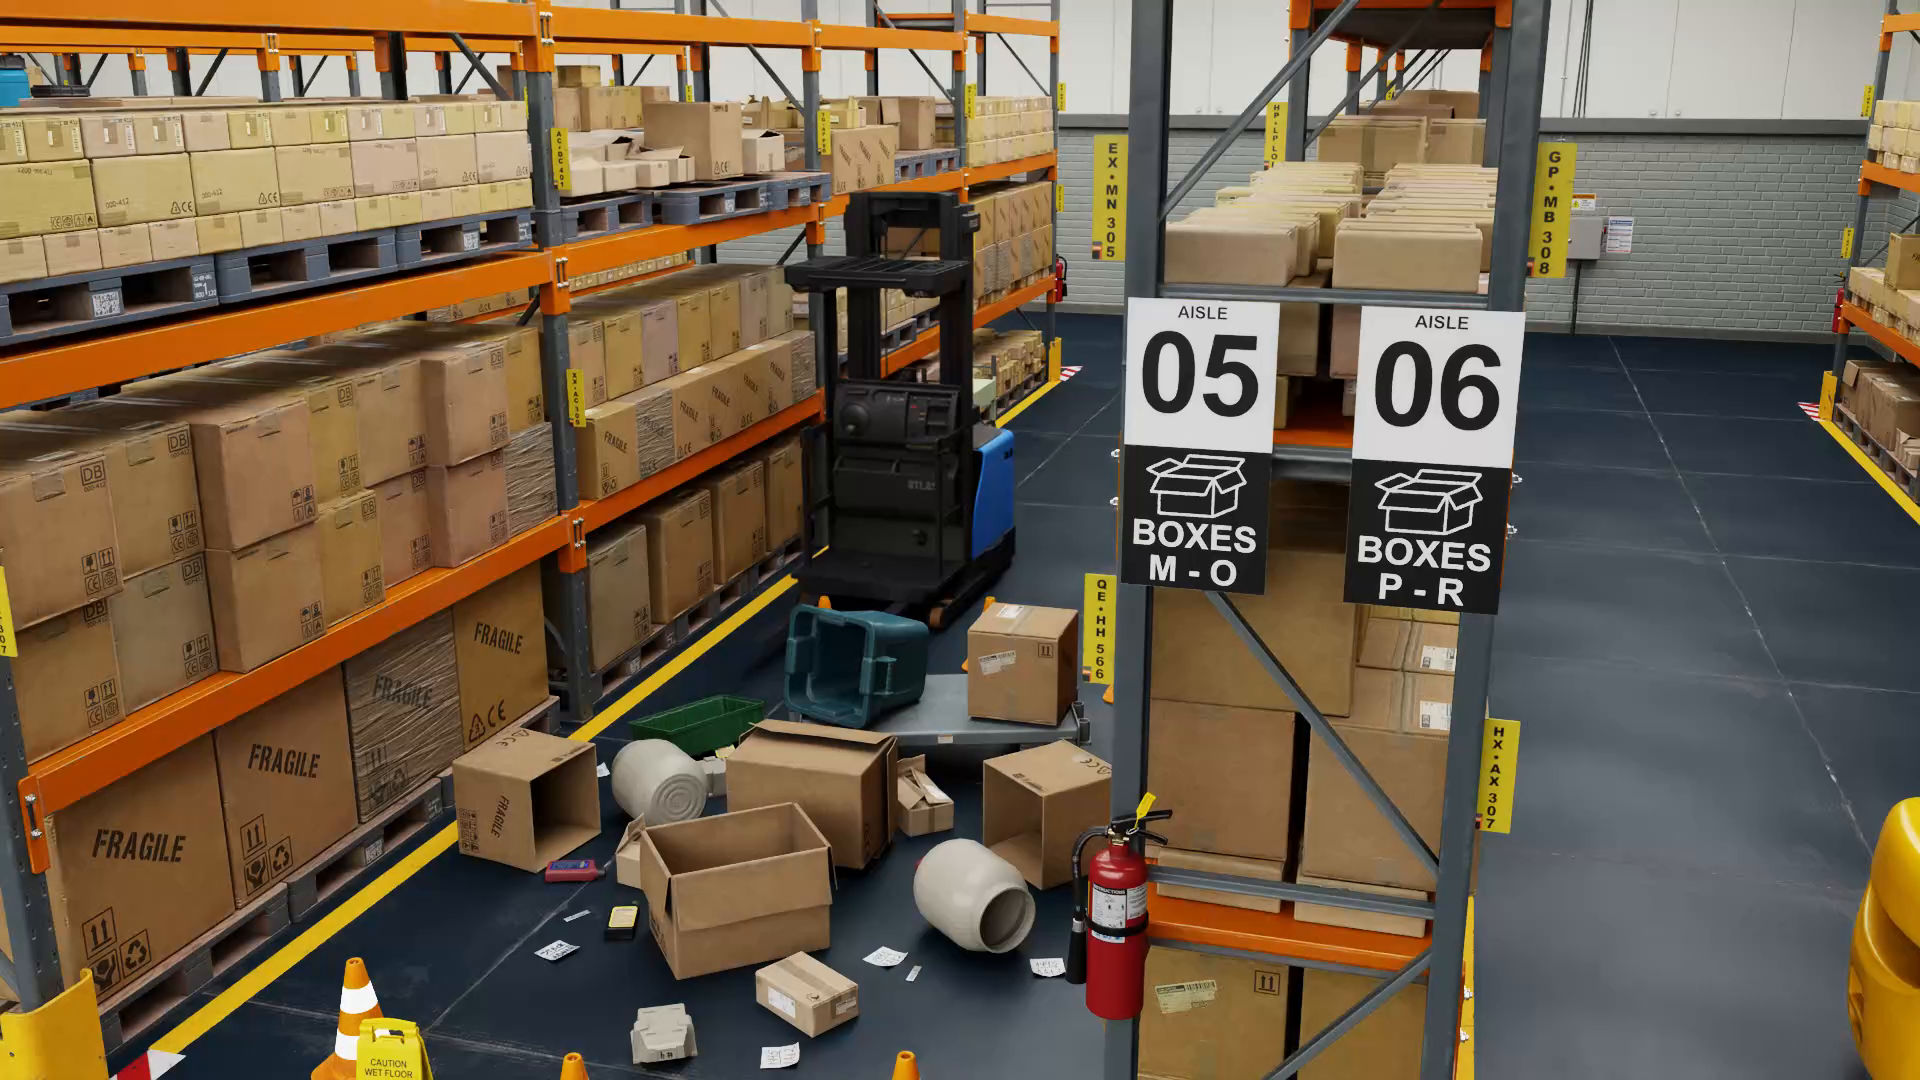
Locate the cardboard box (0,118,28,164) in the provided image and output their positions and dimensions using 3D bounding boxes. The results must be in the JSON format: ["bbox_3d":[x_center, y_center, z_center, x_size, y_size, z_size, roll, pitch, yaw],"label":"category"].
[{"bbox_3d":[-3.447,-1.364,5.689,0.380,0.149,0.250,5,17,16],"label":"cardboard box"}]

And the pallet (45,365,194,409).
[{"bbox_3d":[-6.823,-1.236,13.040,1.003,0.211,1.213,5,16,16],"label":"pallet"}]

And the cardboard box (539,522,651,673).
[{"bbox_3d":[-2.620,0.319,10.559,1.050,0.750,0.750,5,16,16],"label":"cardboard box"}]

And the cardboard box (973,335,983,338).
[{"bbox_3d":[0.068,-2.399,20.157,0.380,0.149,0.250,5,16,16],"label":"cardboard box"}]

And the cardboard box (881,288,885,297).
[{"bbox_3d":[-0.884,-2.255,14.884,0.380,0.149,0.250,5,17,18],"label":"cardboard box"}]

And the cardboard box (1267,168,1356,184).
[{"bbox_3d":[1.533,-1.544,7.278,0.380,0.149,0.250,4,16,14],"label":"cardboard box"}]

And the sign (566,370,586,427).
[{"bbox_3d":[-2.177,-0.803,9.433,0.100,0.325,0.005,5,16,16],"label":"sign"}]

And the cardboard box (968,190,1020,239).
[{"bbox_3d":[0.378,-3.656,18.662,0.500,0.500,0.500,4,16,14],"label":"cardboard box"}]

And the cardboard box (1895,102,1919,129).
[{"bbox_3d":[9.576,-4.183,16.398,0.500,0.250,0.500,4,16,15],"label":"cardboard box"}]

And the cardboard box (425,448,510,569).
[{"bbox_3d":[-2.938,-0.220,8.835,0.875,0.550,0.550,5,16,16],"label":"cardboard box"}]

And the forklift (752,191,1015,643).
[{"bbox_3d":[-0.529,-0.906,11.652,1.130,2.935,3.031,5,17,18],"label":"forklift"}]

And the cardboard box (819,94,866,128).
[{"bbox_3d":[-1.013,-3.587,13.894,0.396,0.266,0.258,5,16,16],"label":"cardboard box"}]

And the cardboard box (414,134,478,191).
[{"bbox_3d":[-2.748,-1.875,8.221,0.500,0.250,0.500,5,16,16],"label":"cardboard box"}]

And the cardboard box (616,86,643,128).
[{"bbox_3d":[-4.398,-5.405,20.756,0.700,0.500,0.500,4,16,14],"label":"cardboard box"}]

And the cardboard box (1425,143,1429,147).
[{"bbox_3d":[2.923,-2.324,10.847,0.700,0.500,0.500,5,16,16],"label":"cardboard box"}]

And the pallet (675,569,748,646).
[{"bbox_3d":[-2.218,0.422,11.954,1.003,0.211,1.213,5,16,16],"label":"pallet"}]

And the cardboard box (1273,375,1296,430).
[{"bbox_3d":[0.761,-0.425,4.793,0.380,0.149,0.250,5,17,16],"label":"cardboard box"}]

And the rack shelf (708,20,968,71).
[{"bbox_3d":[-1.005,-4.309,14.581,1.077,0.370,4.000,5,16,16],"label":"rack shelf"}]

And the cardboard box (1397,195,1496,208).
[{"bbox_3d":[1.685,-1.092,5.686,0.380,0.149,0.250,5,17,17],"label":"cardboard box"}]

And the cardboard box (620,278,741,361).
[{"bbox_3d":[-1.996,-1.584,11.900,0.700,0.500,0.500,4,16,15],"label":"cardboard box"}]

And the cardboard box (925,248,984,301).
[{"bbox_3d":[-0.054,-2.786,17.425,0.500,0.500,0.500,4,16,15],"label":"cardboard box"}]

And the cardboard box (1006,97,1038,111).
[{"bbox_3d":[0.680,-5.023,19.172,0.380,0.149,0.250,5,17,17],"label":"cardboard box"}]

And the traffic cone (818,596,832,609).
[{"bbox_3d":[-0.881,0.595,10.883,0.336,0.463,0.334,5,16,16],"label":"traffic cone"}]

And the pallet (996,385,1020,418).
[{"bbox_3d":[0.065,-1.642,19.230,1.003,0.211,1.213,5,16,16],"label":"pallet"}]

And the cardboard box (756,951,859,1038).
[{"bbox_3d":[-0.636,1.885,6.912,0.250,0.149,0.380,-15,21,-41],"label":"cardboard box"}]

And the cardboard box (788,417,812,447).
[{"bbox_3d":[-1.145,-0.960,14.153,0.500,0.250,0.500,4,16,13],"label":"cardboard box"}]

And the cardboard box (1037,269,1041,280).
[{"bbox_3d":[0.772,-3.241,20.218,0.380,0.149,0.250,5,16,16],"label":"cardboard box"}]

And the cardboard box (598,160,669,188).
[{"bbox_3d":[-2.062,-2.310,10.488,0.380,0.149,0.250,5,16,16],"label":"cardboard box"}]

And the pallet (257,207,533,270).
[{"bbox_3d":[-2.952,-1.579,8.563,1.003,0.211,1.213,5,16,16],"label":"pallet"}]

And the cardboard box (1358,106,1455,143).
[{"bbox_3d":[3.164,-2.886,12.050,0.797,0.503,0.637,4,16,12],"label":"cardboard box"}]

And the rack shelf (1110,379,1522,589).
[{"bbox_3d":[1.496,-0.608,6.296,1.077,0.370,4.000,5,16,16],"label":"rack shelf"}]

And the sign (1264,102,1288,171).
[{"bbox_3d":[1.532,-1.957,8.067,0.100,0.325,0.005,5,16,16],"label":"sign"}]

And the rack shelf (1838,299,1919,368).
[{"bbox_3d":[9.667,-1.920,16.421,1.077,0.370,4.000,5,16,16],"label":"rack shelf"}]

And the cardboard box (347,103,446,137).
[{"bbox_3d":[-2.723,-2.030,8.038,0.380,0.149,0.250,5,17,17],"label":"cardboard box"}]

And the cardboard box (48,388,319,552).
[{"bbox_3d":[-3.347,-0.318,7.199,0.875,0.550,0.550,5,16,16],"label":"cardboard box"}]

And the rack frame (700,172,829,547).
[{"bbox_3d":[-1.573,-1.438,13.402,1.000,3.000,0.127,5,16,16],"label":"rack frame"}]

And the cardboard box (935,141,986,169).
[{"bbox_3d":[-0.052,-3.956,17.057,0.500,0.250,0.500,5,17,19],"label":"cardboard box"}]

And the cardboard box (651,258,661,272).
[{"bbox_3d":[-4.029,-3.503,21.144,0.380,0.149,0.250,5,17,17],"label":"cardboard box"}]

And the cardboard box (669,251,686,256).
[{"bbox_3d":[-3.910,-3.866,21.691,0.500,0.250,0.500,4,16,15],"label":"cardboard box"}]

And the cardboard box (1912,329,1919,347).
[{"bbox_3d":[9.051,-1.865,15.368,0.380,0.149,0.250,5,17,17],"label":"cardboard box"}]

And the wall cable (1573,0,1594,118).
[{"bbox_3d":[10.202,-7.303,23.016,2.988,3.039,0.133,5,16,16],"label":"wall cable"}]

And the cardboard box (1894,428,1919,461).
[{"bbox_3d":[9.077,-0.892,15.717,0.396,0.266,0.258,5,17,18],"label":"cardboard box"}]

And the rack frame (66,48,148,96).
[{"bbox_3d":[-9.912,-6.166,19.076,1.000,3.000,0.127,5,16,16],"label":"rack frame"}]

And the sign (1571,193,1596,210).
[{"bbox_3d":[9.033,-4.905,24.113,0.339,0.242,0.001,5,16,16],"label":"sign"}]

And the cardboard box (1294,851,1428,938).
[{"bbox_3d":[1.223,1.061,5.054,0.380,0.149,0.250,5,16,16],"label":"cardboard box"}]

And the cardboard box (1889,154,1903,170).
[{"bbox_3d":[9.546,-3.784,16.636,0.380,0.149,0.250,5,16,16],"label":"cardboard box"}]

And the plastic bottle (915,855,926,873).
[{"bbox_3d":[-0.100,1.572,8.176,0.133,0.061,0.283,8,18,25],"label":"plastic bottle"}]

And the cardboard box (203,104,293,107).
[{"bbox_3d":[-3.427,-2.012,7.974,0.380,0.149,0.250,5,17,16],"label":"cardboard box"}]

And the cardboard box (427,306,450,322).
[{"bbox_3d":[-5.470,-2.403,16.622,0.500,0.500,0.500,5,16,16],"label":"cardboard box"}]

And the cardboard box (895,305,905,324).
[{"bbox_3d":[-0.727,-2.105,15.445,0.380,0.149,0.250,5,17,18],"label":"cardboard box"}]

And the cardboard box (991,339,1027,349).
[{"bbox_3d":[0.580,-2.288,19.763,0.380,0.149,0.250,4,16,14],"label":"cardboard box"}]

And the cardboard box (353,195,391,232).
[{"bbox_3d":[-2.867,-1.510,7.668,0.380,0.149,0.250,4,16,15],"label":"cardboard box"}]

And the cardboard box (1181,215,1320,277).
[{"bbox_3d":[0.851,-0.869,4.899,0.380,0.149,0.250,5,17,17],"label":"cardboard box"}]

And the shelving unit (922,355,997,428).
[{"bbox_3d":[-0.002,-0.720,13.619,0.431,1.500,0.755,5,16,16],"label":"shelving unit"}]

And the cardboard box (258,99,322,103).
[{"bbox_3d":[-6.196,-3.709,14.953,0.797,0.503,0.637,6,17,19],"label":"cardboard box"}]

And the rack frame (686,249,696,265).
[{"bbox_3d":[-4.026,-3.942,22.230,1.000,3.000,0.127,5,16,16],"label":"rack frame"}]
